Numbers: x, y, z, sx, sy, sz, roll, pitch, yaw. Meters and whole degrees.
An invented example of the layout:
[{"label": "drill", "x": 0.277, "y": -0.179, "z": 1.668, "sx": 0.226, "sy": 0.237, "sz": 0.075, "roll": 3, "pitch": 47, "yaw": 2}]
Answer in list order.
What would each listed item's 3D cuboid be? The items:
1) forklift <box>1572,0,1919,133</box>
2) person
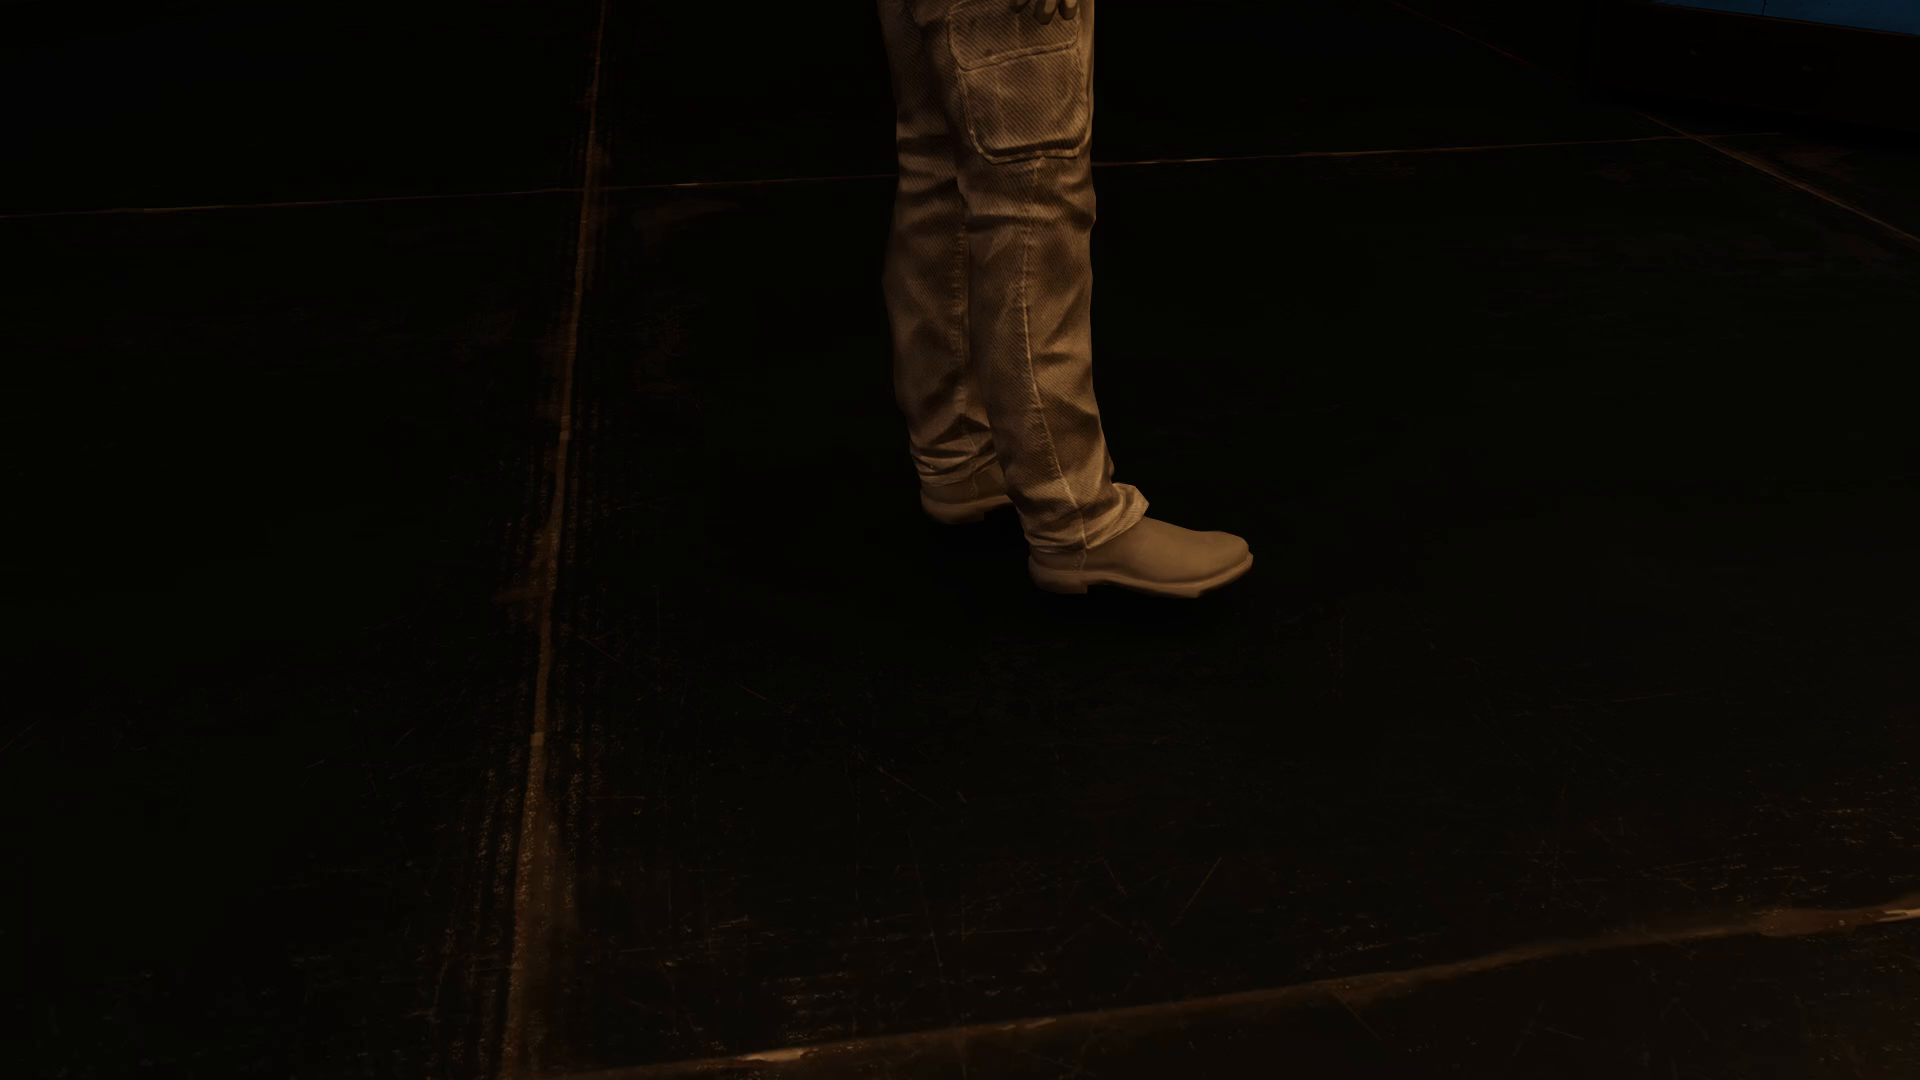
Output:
[{"label": "forklift", "x": 3.180, "y": -2.963, "z": 4.958, "sx": 1.130, "sy": 2.935, "sz": 3.031, "roll": 23, "pitch": 35, "yaw": 36}, {"label": "person", "x": 0.072, "y": -0.831, "z": 2.063, "sx": 0.577, "sy": 1.781, "sz": 0.656, "roll": -5, "pitch": 28, "yaw": -9}]
